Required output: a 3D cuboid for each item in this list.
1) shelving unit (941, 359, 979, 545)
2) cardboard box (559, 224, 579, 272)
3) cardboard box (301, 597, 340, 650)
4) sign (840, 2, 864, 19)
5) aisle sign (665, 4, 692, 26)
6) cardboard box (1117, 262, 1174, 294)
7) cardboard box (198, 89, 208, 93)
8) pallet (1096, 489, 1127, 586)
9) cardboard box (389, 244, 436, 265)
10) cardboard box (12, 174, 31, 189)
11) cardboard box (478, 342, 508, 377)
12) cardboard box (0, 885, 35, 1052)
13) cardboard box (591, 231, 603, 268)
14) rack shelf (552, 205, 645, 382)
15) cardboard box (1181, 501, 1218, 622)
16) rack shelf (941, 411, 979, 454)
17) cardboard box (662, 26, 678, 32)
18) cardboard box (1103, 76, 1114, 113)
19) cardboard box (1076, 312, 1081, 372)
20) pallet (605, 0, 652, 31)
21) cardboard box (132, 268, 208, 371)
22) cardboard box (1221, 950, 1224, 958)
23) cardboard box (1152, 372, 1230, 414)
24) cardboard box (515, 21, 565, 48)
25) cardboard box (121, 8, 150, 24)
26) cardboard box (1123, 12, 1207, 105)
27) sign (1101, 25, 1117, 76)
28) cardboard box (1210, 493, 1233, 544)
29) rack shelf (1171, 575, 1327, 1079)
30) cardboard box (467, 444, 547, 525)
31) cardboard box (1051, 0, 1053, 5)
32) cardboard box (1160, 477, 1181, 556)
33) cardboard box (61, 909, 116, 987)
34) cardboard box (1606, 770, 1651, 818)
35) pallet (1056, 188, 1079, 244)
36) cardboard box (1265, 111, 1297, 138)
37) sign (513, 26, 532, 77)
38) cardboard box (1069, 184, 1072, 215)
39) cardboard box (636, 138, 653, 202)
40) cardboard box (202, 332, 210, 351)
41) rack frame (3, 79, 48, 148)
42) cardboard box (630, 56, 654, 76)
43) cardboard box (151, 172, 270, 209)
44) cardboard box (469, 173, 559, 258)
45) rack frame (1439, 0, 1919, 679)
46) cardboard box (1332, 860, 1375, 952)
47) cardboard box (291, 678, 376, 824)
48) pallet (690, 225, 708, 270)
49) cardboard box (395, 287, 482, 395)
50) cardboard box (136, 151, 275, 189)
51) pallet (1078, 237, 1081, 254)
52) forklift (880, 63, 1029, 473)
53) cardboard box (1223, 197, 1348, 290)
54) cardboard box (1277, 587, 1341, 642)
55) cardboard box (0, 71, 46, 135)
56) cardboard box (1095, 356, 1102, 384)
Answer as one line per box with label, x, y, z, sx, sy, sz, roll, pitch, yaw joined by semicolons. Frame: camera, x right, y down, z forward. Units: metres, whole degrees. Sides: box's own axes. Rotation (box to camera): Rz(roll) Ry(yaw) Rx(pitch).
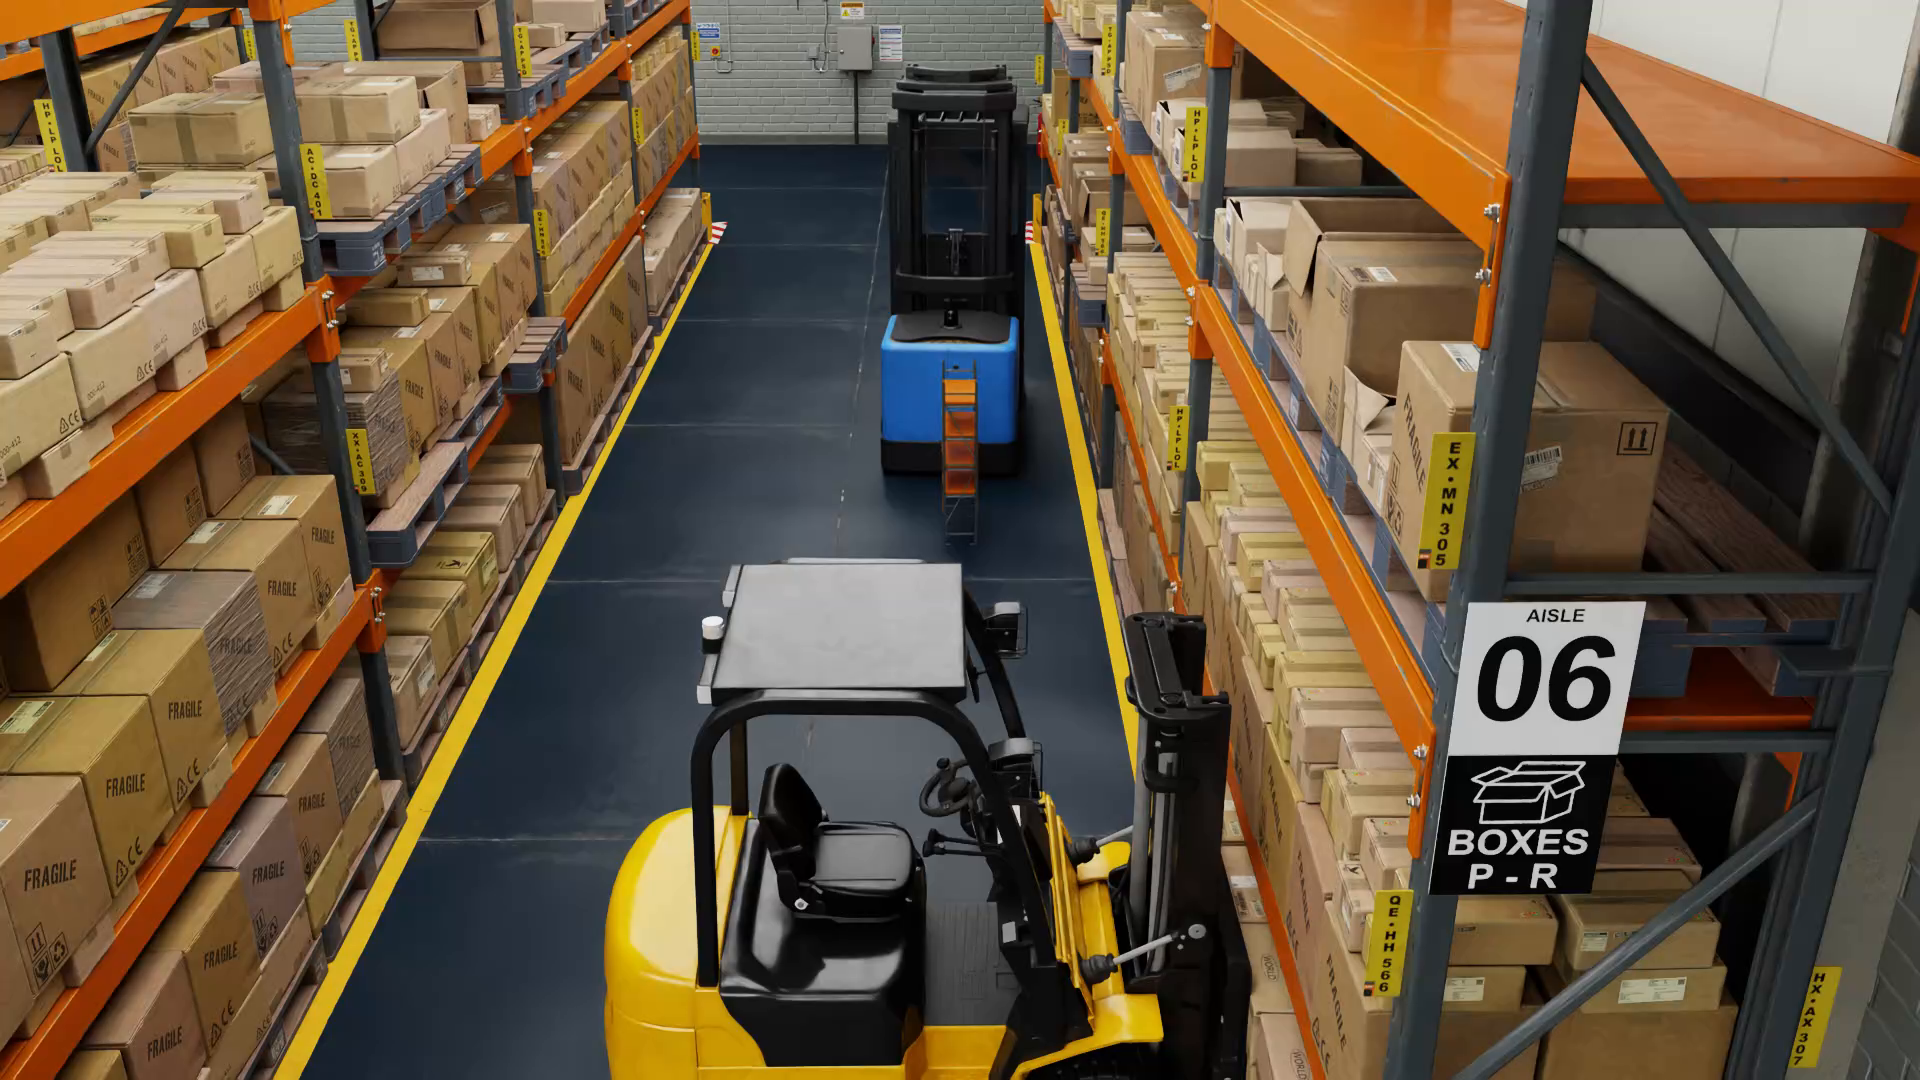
shelving unit;-0.002;-0.615;11.654;0.258;1.200;0.503;0;24;-1
cardboard box;-3.193;-2.202;12.553;0.500;0.250;0.500;0;24;1
cardboard box;-3.069;0.377;7.581;0.380;0.149;0.250;0;24;1
sign;-1.558;-7.650;24.022;0.339;0.242;0.001;0;24;-1
aisle sign;-3.208;-6.131;18.512;0.394;0.787;0.004;0;24;-1
cardboard box;1.246;-1.742;11.052;0.380;0.149;0.250;0;24;1
cardboard box;-8.188;-4.428;17.418;0.500;0.500;0.500;0;24;0
pallet;1.503;-0.033;11.567;1.003;0.211;1.213;0;24;-1
cardboard box;-3.644;-1.590;10.635;0.500;0.500;0.500;1;24;2
cardboard box;-8.217;-3.042;14.271;0.380;0.149;0.250;1;24;2
cardboard box;-3.057;-1.131;10.406;0.380;0.149;0.250;0;24;0
cardboard box;-3.071;1.300;4.754;0.500;0.500;0.500;-1;24;-1
cardboard box;-3.216;-2.385;13.565;0.500;0.250;0.500;0;24;-1
rack shelf;-3.452;-2.116;13.661;1.077;0.370;4.000;0;24;-1
cardboard box;1.321;0.144;7.671;0.500;0.500;0.500;-1;24;-2
rack shelf;-0.002;-0.757;11.589;0.258;0.148;0.480;0;24;-1
cardboard box;-3.313;-5.565;18.294;0.380;0.149;0.250;0;24;0
cardboard box;1.285;-3.152;11.621;0.500;0.250;0.500;-1;24;-2
cardboard box;1.287;-1.718;14.433;0.500;0.500;0.500;-1;24;-2
pallet;-3.472;-4.931;15.480;1.003;0.211;1.213;0;24;-1
cardboard box;-3.115;-0.806;6.073;0.500;0.250;0.500;-1;24;-1
cardboard box;1.279;1.662;6.655;0.500;0.250;0.500;0;24;-1
cardboard box;1.245;-0.791;8.950;0.380;0.149;0.250;-1;24;-2
cardboard box;-3.303;-3.941;12.957;0.380;0.166;0.250;2;24;4
cardboard box;-8.164;-5.115;15.961;0.500;0.250;0.500;1;24;2
cardboard box;1.297;-2.993;10.335;0.500;0.500;0.500;0;24;0
sign;0.991;-3.244;11.015;0.100;0.325;0.005;0;24;-1
cardboard box;1.322;-0.097;7.415;0.380;0.149;0.250;0;24;1
rack shelf;1.599;1.157;6.425;1.077;0.370;4.000;0;24;-1
cardboard box;-3.434;-0.380;11.630;0.950;0.372;0.625;-2;24;-4
cardboard box;1.142;-5.635;17.234;0.380;0.149;0.250;0;24;-1
cardboard box;1.310;-0.133;8.586;0.500;0.250;0.500;0;24;1
cardboard box;-3.035;1.332;5.469;0.380;0.149;0.250;0;24;0
cardboard box;1.844;0.821;5.026;0.380;0.149;0.250;0;24;0
pallet;1.389;-2.874;14.698;1.003;0.211;1.213;0;24;-1
cardboard box;1.633;-2.263;9.127;0.380;0.166;0.250;0;24;-1
sign;-2.888;-3.223;10.969;0.100;0.325;0.005;0;24;-1
cardboard box;1.121;-2.847;14.059;0.396;0.266;0.258;1;24;2
cardboard box;-3.217;-3.508;15.744;0.500;0.500;0.500;1;24;1
cardboard box;-3.181;-0.780;6.500;0.380;0.149;0.250;-1;24;-2
rack frame;-8.422;-3.204;15.193;1.000;3.000;0.127;0;24;-1
cardboard box;-3.197;-4.618;16.200;0.380;0.149;0.250;-1;24;-2
cardboard box;-3.165;-1.457;7.029;0.380;0.149;0.250;0;24;1
cardboard box;-3.191;-2.325;11.915;0.500;0.500;0.500;-1;24;-2
rack frame;1.621;-1.080;3.218;1.000;3.000;0.127;0;24;-1
cardboard box;1.304;1.066;4.846;0.380;0.149;0.250;0;24;0
cardboard box;-3.112;0.991;7.835;0.500;0.500;0.500;-1;24;-1
pallet;-3.430;-3.316;18.826;1.003;0.211;1.213;0;24;-1
cardboard box;-3.119;-1.160;9.682;0.500;0.500;0.500;-1;24;-3
cardboard box;-3.538;-1.701;7.903;0.500;0.250;0.500;-1;24;-2
pallet;1.507;-2.357;13.554;1.003;0.211;1.213;0;24;-1
forklift;-0.005;-2.414;13.532;1.130;2.935;3.031;1;24;3
cardboard box;1.342;-1.214;6.631;0.500;0.311;0.500;0;24;1
cardboard box;1.397;0.294;6.190;0.380;0.149;0.250;0;24;0
cardboard box;-8.698;-4.033;15.331;0.500;0.500;0.500;-1;24;-2
cardboard box;1.241;-1.306;12.734;0.380;0.149;0.250;-1;24;-3
